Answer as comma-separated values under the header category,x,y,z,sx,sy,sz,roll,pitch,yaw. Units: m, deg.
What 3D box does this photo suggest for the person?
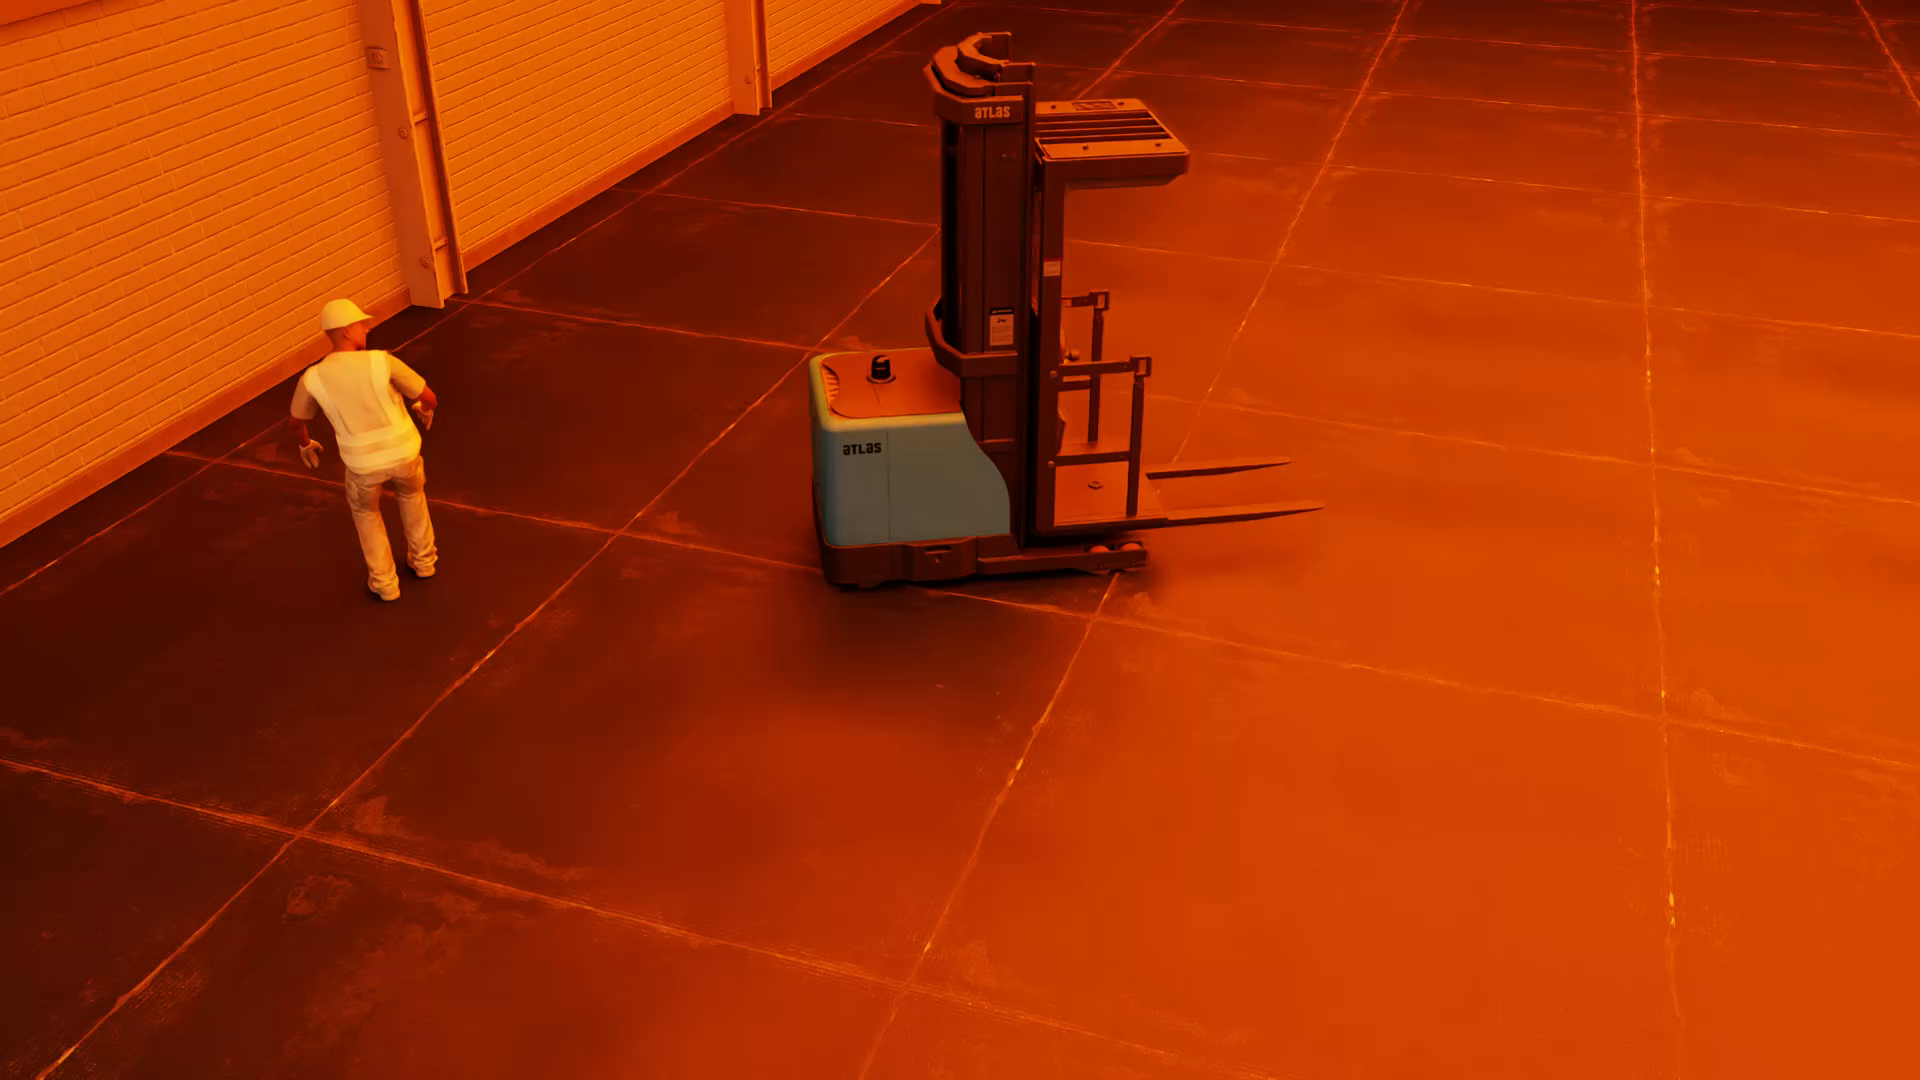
category,x,y,z,sx,sy,sz,roll,pitch,yaw
person,-3.280,-0.507,9.251,0.776,1.732,0.524,-11,32,-19

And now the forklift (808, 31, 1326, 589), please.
category,x,y,z,sx,sy,sz,roll,pitch,yaw
forklift,0.652,-1.325,9.460,3.031,2.935,1.130,-5,30,-8
